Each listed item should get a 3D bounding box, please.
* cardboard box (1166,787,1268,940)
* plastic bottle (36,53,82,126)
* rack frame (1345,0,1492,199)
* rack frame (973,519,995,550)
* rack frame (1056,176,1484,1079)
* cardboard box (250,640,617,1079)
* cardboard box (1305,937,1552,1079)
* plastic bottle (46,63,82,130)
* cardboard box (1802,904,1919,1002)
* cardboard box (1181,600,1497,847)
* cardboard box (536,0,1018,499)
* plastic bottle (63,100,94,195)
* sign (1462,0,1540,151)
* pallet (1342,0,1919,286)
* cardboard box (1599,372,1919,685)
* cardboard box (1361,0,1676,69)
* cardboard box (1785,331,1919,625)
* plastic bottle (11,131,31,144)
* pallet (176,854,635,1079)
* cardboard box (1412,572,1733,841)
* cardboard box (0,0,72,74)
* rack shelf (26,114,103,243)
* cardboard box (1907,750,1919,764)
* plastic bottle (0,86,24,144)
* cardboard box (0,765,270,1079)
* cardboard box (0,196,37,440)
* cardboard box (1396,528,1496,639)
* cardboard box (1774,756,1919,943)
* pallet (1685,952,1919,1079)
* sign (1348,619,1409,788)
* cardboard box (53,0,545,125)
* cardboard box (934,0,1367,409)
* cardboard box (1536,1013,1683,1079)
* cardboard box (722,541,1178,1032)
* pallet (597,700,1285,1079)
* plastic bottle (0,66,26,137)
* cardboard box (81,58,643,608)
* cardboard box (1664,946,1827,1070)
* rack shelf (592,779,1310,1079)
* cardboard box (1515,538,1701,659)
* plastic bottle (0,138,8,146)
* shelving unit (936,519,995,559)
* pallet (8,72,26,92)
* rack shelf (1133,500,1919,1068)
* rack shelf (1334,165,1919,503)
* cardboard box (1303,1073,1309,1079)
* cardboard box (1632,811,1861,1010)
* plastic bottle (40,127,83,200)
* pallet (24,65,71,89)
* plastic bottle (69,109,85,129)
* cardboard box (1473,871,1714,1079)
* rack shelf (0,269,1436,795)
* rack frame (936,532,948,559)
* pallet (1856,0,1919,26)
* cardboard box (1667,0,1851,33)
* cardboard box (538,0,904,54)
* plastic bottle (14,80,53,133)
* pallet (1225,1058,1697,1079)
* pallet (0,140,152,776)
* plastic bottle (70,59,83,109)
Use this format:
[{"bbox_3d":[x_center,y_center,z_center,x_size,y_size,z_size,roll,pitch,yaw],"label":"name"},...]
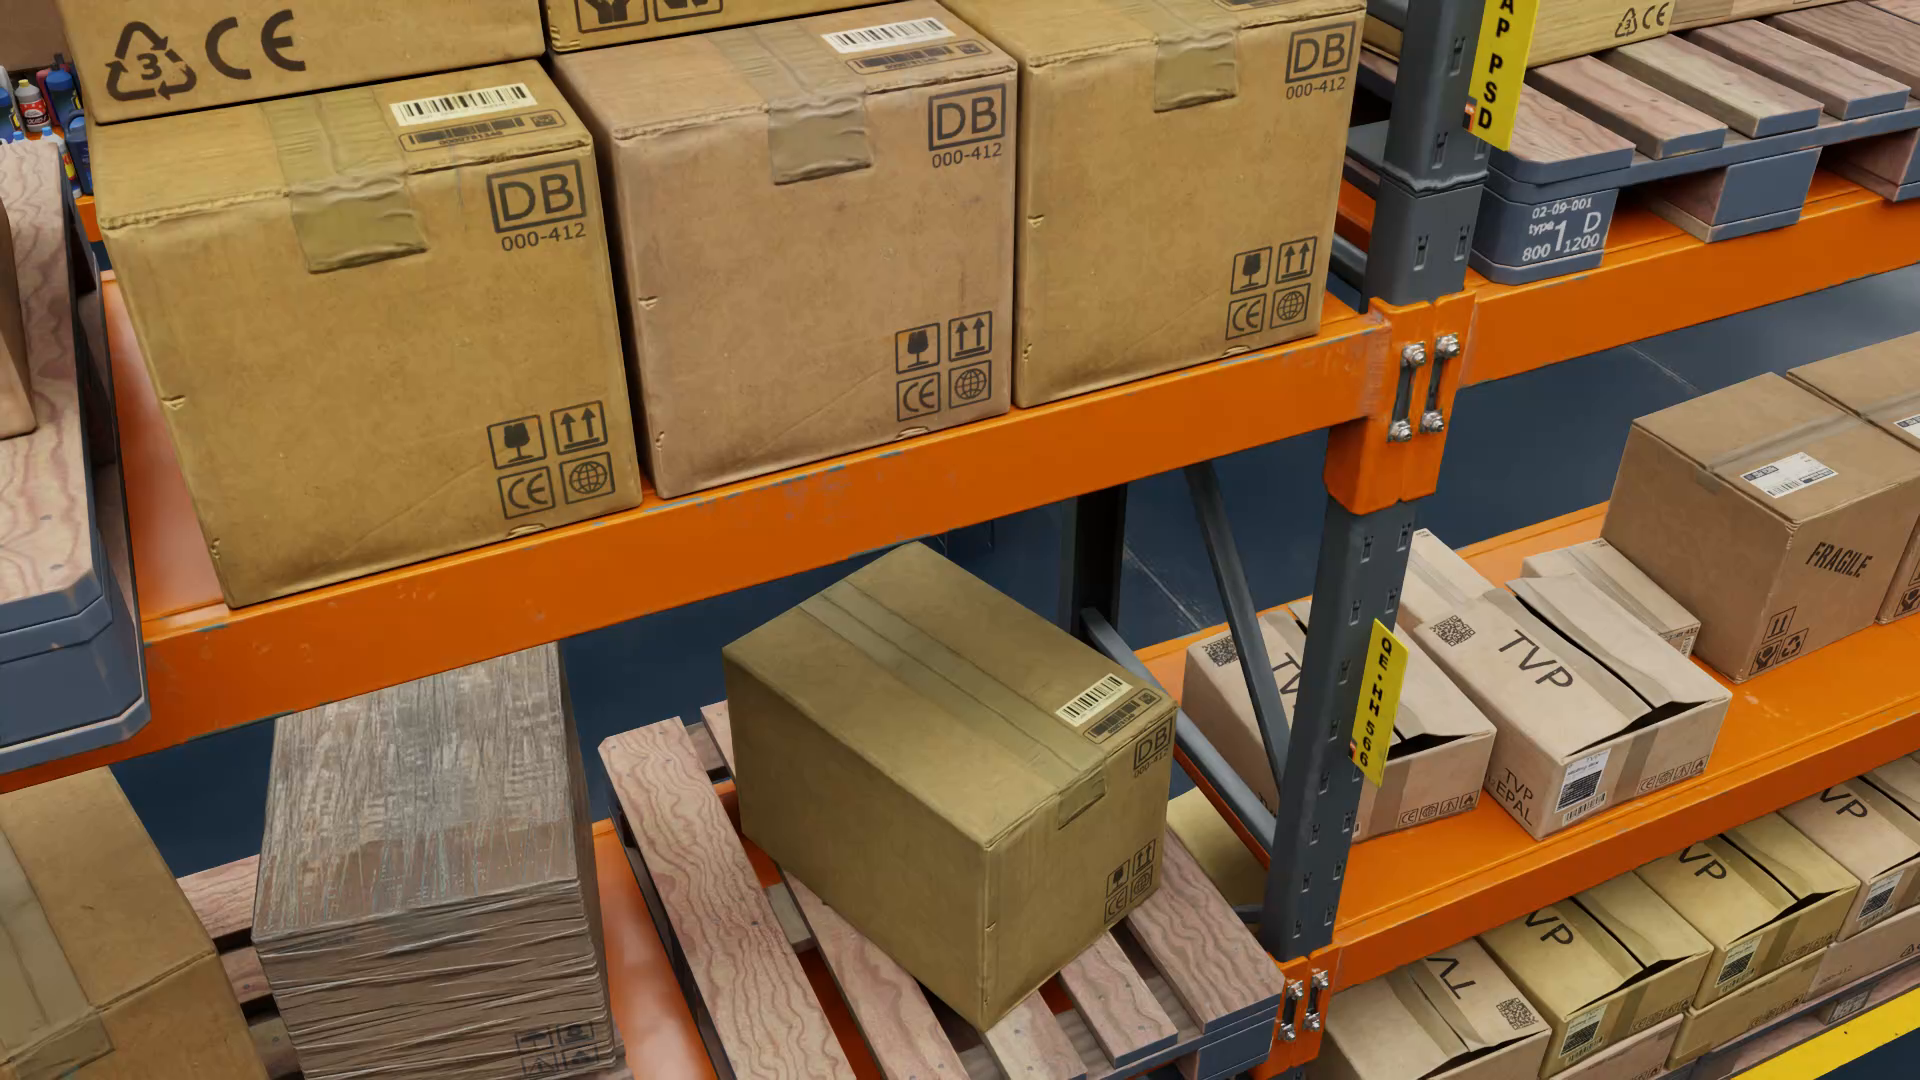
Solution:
[{"bbox_3d":[0.865,0.878,4.533,0.500,0.311,0.500,-15,39,-19],"label":"cardboard box"},{"bbox_3d":[-3.698,-1.850,6.824,0.133,0.283,0.061,-16,39,-20],"label":"plastic bottle"},{"bbox_3d":[0.496,-1.977,1.861,0.127,3.000,1.000,-16,39,-20],"label":"rack frame"},{"bbox_3d":[0.085,-0.385,6.514,0.006,0.900,0.240,-16,39,-20],"label":"rack frame"},{"bbox_3d":[0.496,0.433,3.649,0.127,3.000,1.000,-16,39,-20],"label":"rack frame"},{"bbox_3d":[-0.936,0.573,3.023,0.500,0.500,0.700,-9,37,-11],"label":"cardboard box"},{"bbox_3d":[1.095,1.169,4.141,0.500,0.311,0.500,-14,39,-18],"label":"cardboard box"},{"bbox_3d":[-3.648,-1.807,6.777,0.097,0.271,0.097,0,37,0],"label":"plastic bottle"},{"bbox_3d":[2.482,1.002,4.836,0.500,0.250,0.500,-15,39,-19],"label":"cardboard box"},{"bbox_3d":[0.844,0.400,3.767,0.500,0.311,0.500,-13,39,-17],"label":"cardboard box"},{"bbox_3d":[-0.347,-0.554,2.378,0.500,0.500,0.910,-16,39,-20],"label":"cardboard box"},{"bbox_3d":[-3.275,-1.499,6.295,0.185,0.351,0.144,-16,39,-20],"label":"plastic bottle"},{"bbox_3d":[0.724,-0.686,2.206,0.005,0.325,0.100,-16,39,-20],"label":"sign"},{"bbox_3d":[1.072,-0.916,3.108,1.003,0.211,1.213,-14,39,-18],"label":"pallet"},{"bbox_3d":[2.008,-0.041,4.203,0.500,0.500,0.500,-18,40,-22],"label":"cardboard box"},{"bbox_3d":[0.882,-1.026,2.870,0.500,0.250,0.500,-19,40,-23],"label":"cardboard box"},{"bbox_3d":[2.484,-0.174,4.383,0.500,0.500,0.500,-16,39,-20],"label":"cardboard box"},{"bbox_3d":[-3.481,-1.395,6.220,0.097,0.271,0.097,0,37,0],"label":"plastic bottle"},{"bbox_3d":[-1.263,1.005,3.039,1.213,0.211,1.003,-16,39,-20],"label":"pallet"},{"bbox_3d":[1.388,0.347,3.839,0.500,0.311,0.500,-16,39,-20],"label":"cardboard box"},{"bbox_3d":[-5.952,-3.613,10.534,0.875,0.875,1.225,-17,40,-21],"label":"cardboard box"},{"bbox_3d":[-3.416,-1.444,6.783,4.000,0.370,1.077,-16,39,-20],"label":"rack shelf"},{"bbox_3d":[2.951,0.648,4.843,0.500,0.311,0.500,-16,39,-20],"label":"cardboard box"},{"bbox_3d":[-3.818,-1.700,6.632,0.097,0.271,0.097,0,37,0],"label":"plastic bottle"},{"bbox_3d":[-1.552,0.756,2.776,0.500,0.500,0.700,-26,44,-31],"label":"cardboard box"},{"bbox_3d":[-1.432,-0.435,1.781,0.600,0.600,0.600,-17,40,-22],"label":"cardboard box"},{"bbox_3d":[1.192,0.157,4.231,0.250,0.149,0.380,-16,39,-20],"label":"cardboard box"},{"bbox_3d":[2.494,0.773,4.674,0.500,0.311,0.500,-16,39,-21],"label":"cardboard box"},{"bbox_3d":[2.360,1.059,5.145,1.213,0.211,1.003,-16,39,-20],"label":"pallet"},{"bbox_3d":[0.735,0.290,2.936,0.005,0.325,0.100,-16,39,-20],"label":"sign"},{"bbox_3d":[-0.825,-0.848,1.935,0.500,0.500,0.500,-16,39,-20],"label":"cardboard box"},{"bbox_3d":[0.115,-0.683,2.552,0.500,0.500,0.910,-16,39,-20],"label":"cardboard box"},{"bbox_3d":[1.549,1.267,4.480,0.500,0.250,0.500,-17,40,-21],"label":"cardboard box"},{"bbox_3d":[-0.027,0.444,3.197,0.500,0.500,0.700,-30,46,-34],"label":"cardboard box"},{"bbox_3d":[-0.088,0.719,3.423,1.003,0.211,1.213,-16,39,-20],"label":"pallet"},{"bbox_3d":[-3.888,-1.764,6.715,0.135,0.276,0.152,-16,39,-20],"label":"plastic bottle"},{"bbox_3d":[-0.817,-0.423,2.200,0.500,0.500,0.910,-16,39,-20],"label":"cardboard box"},{"bbox_3d":[2.017,1.132,4.662,0.500,0.250,0.500,-17,40,-21],"label":"cardboard box"},{"bbox_3d":[-1.315,1.228,3.180,4.000,0.370,1.077,-16,39,-20],"label":"rack shelf"},{"bbox_3d":[1.626,0.181,4.199,0.250,0.149,0.380,-13,38,-17],"label":"cardboard box"},{"bbox_3d":[-3.597,-1.382,6.199,0.135,0.276,0.152,-16,39,-20],"label":"plastic bottle"},{"bbox_3d":[-0.007,-0.359,6.479,0.210,0.900,0.258,-16,39,-20],"label":"shelving unit"},{"bbox_3d":[-6.665,-3.014,10.636,1.213,0.211,1.003,-16,39,-20],"label":"pallet"},{"bbox_3d":[2.306,0.216,4.545,4.000,0.370,1.077,-16,39,-20],"label":"rack shelf"},{"bbox_3d":[2.306,-0.989,3.652,4.000,0.370,1.077,-16,39,-20],"label":"rack shelf"},{"bbox_3d":[1.095,1.394,4.308,0.500,0.250,0.500,-16,39,-20],"label":"cardboard box"},{"bbox_3d":[2.029,0.904,4.498,0.500,0.311,0.500,-17,40,-21],"label":"cardboard box"},{"bbox_3d":[-3.393,-1.419,6.254,0.097,0.271,0.097,0,37,0],"label":"plastic bottle"},{"bbox_3d":[-5.559,-3.325,11.056,1.213,0.211,1.003,-16,39,-20],"label":"pallet"},{"bbox_3d":[-3.366,-1.522,6.392,0.097,0.271,0.097,0,37,0],"label":"plastic bottle"},{"bbox_3d":[1.567,1.032,4.326,0.500,0.311,0.500,-17,40,-21],"label":"cardboard box"},{"bbox_3d":[-1.315,0.023,2.287,4.000,0.370,1.077,-16,39,-20],"label":"rack shelf"},{"bbox_3d":[-0.099,-0.334,6.444,0.006,0.900,0.240,-16,39,-20],"label":"rack frame"},{"bbox_3d":[2.083,-1.201,3.492,1.213,0.211,1.003,-14,39,-18],"label":"pallet"},{"bbox_3d":[1.349,-1.168,3.062,0.500,0.250,0.500,-15,39,-19],"label":"cardboard box"},{"bbox_3d":[-0.364,-0.978,2.109,0.500,0.500,0.500,-16,39,-20],"label":"cardboard box"},{"bbox_3d":[-3.795,-1.778,6.796,0.097,0.201,0.097,0,37,0],"label":"plastic bottle"},{"bbox_3d":[1.257,1.365,4.732,1.213,0.211,1.003,-16,39,-20],"label":"pallet"},{"bbox_3d":[-1.568,-0.075,1.974,1.003,0.211,1.213,-16,39,-20],"label":"pallet"},{"bbox_3d":[-3.536,-1.895,6.828,0.185,0.351,0.144,-16,39,-20],"label":"plastic bottle"}]
